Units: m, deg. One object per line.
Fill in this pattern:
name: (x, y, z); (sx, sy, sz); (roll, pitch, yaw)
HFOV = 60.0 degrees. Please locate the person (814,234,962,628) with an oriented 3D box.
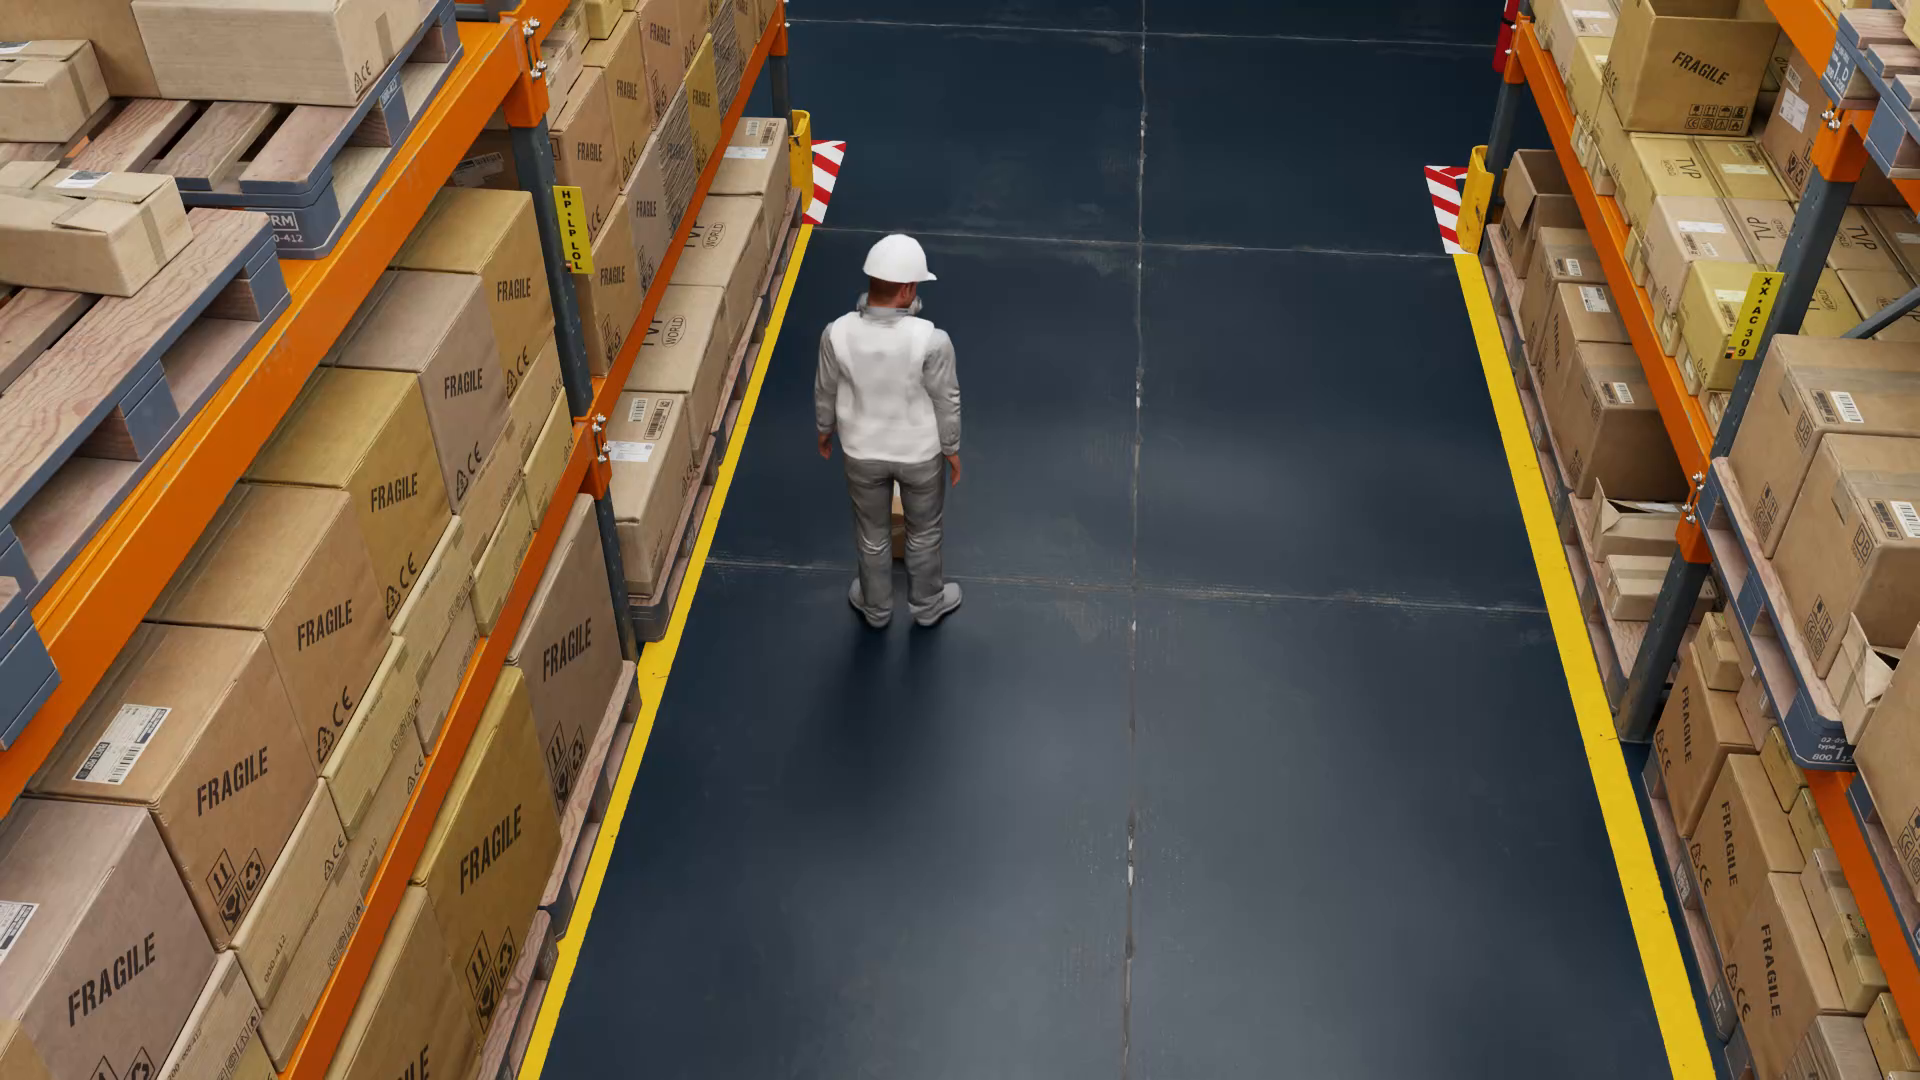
person: (-0.283, -0.384, 6.589); (0.592, 1.785, 0.393); (4, 40, 5)
